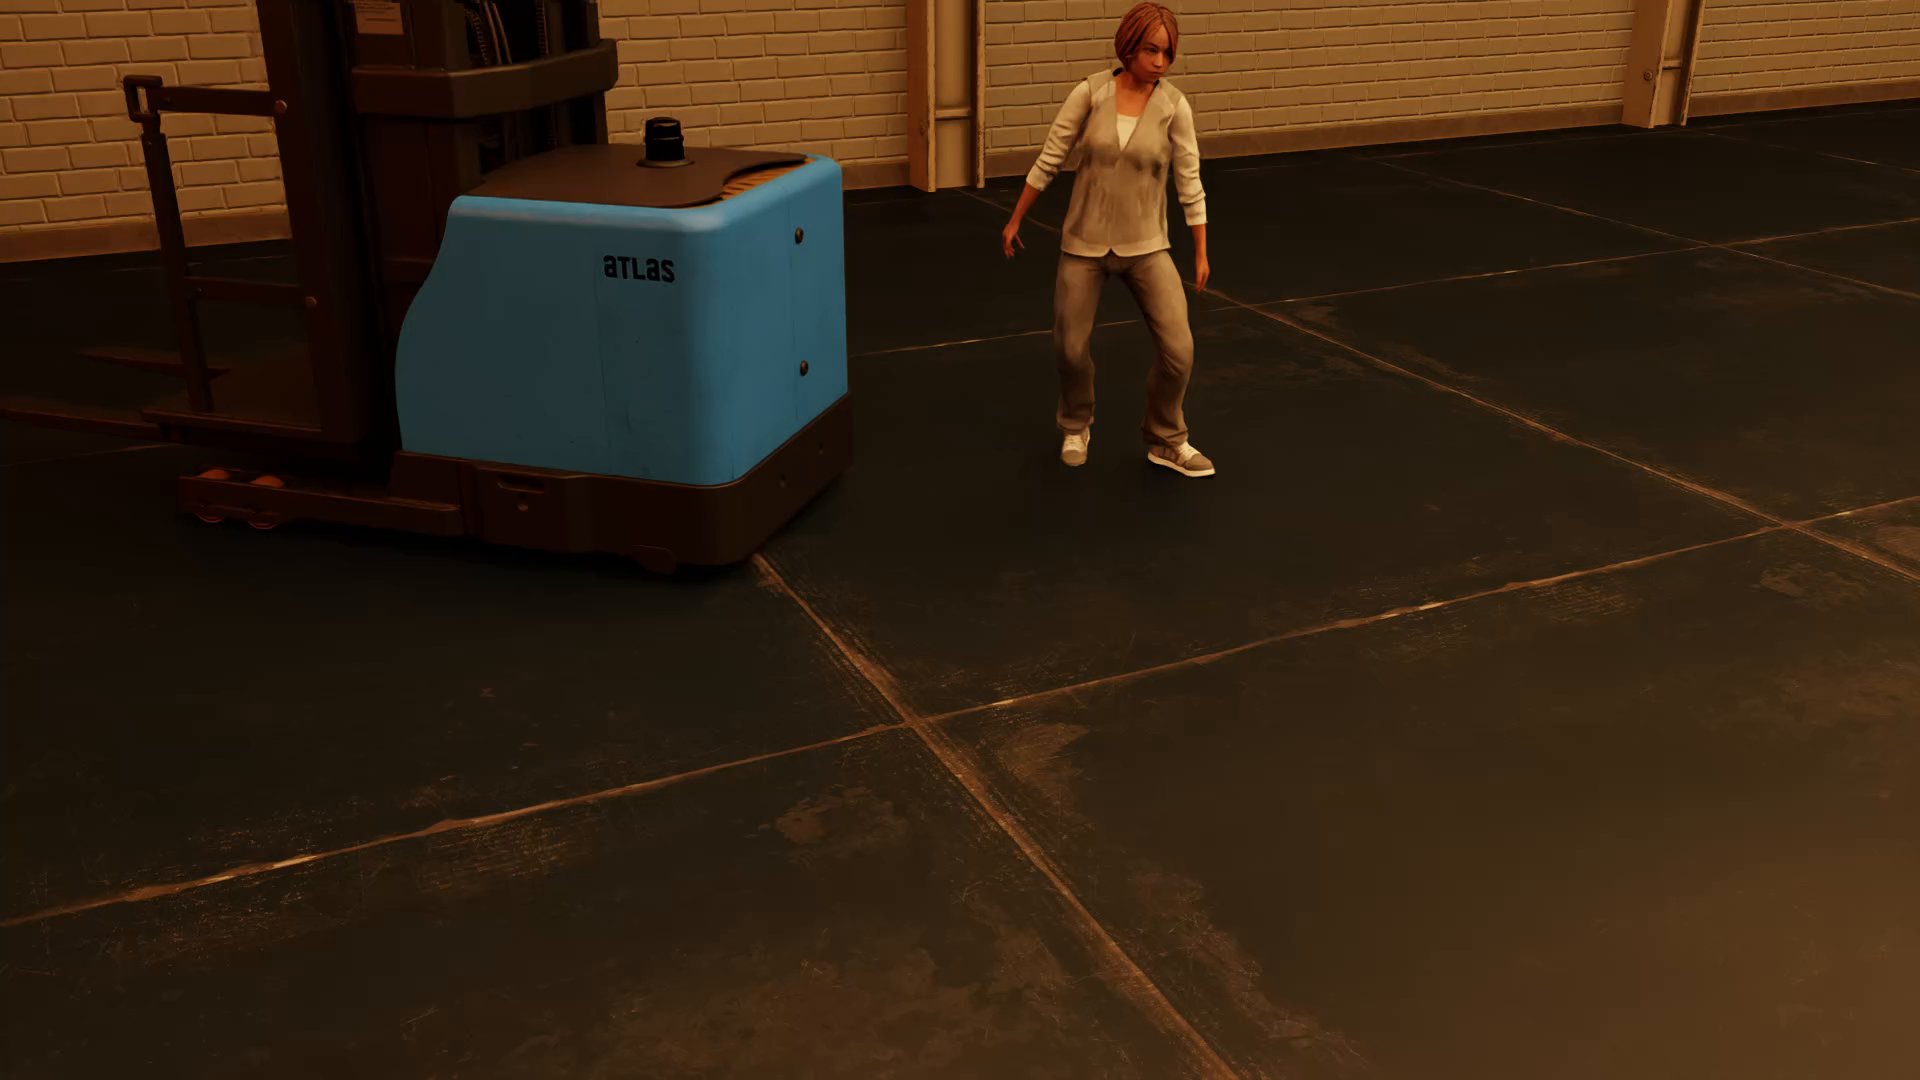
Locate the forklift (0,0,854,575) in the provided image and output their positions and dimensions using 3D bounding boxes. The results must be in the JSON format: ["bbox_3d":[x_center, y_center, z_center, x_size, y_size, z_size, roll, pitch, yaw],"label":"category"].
[{"bbox_3d":[-1.930,-1.569,5.062,3.031,2.935,1.130,7,24,16],"label":"forklift"}]

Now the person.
[{"bbox_3d":[0.506,-0.956,5.463,0.746,1.567,0.429,4,23,9],"label":"person"}]
